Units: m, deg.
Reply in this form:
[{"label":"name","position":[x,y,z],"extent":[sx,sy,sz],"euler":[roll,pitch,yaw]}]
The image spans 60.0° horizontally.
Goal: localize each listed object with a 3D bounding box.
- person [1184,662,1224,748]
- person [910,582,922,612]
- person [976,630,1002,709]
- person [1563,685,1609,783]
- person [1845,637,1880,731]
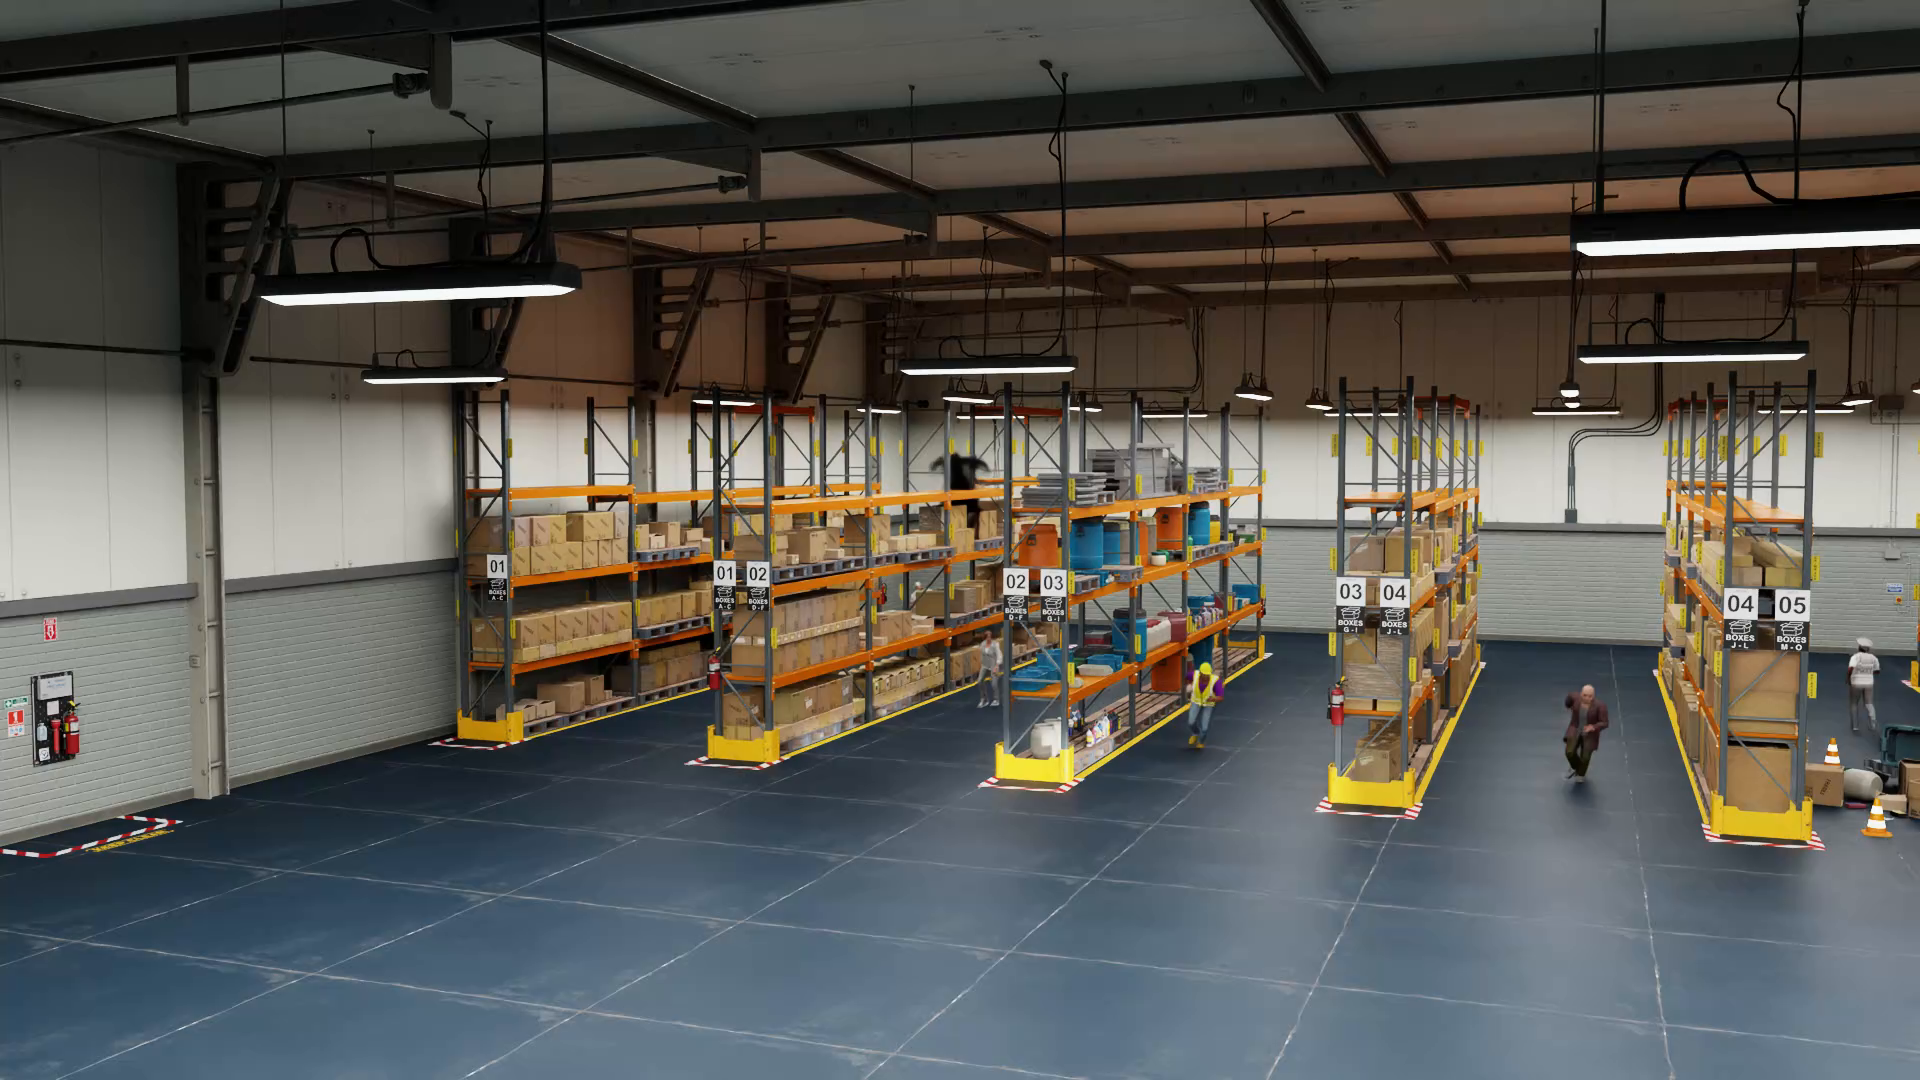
[{"label":"person","position":[3.992,2.723,27.355],"extent":[0.733,1.507,1.011],"euler":[1,3,15]},{"label":"person","position":[-0.954,1.863,42.802],"extent":[0.677,1.583,0.712],"euler":[0,3,0]},{"label":"person","position":[0.610,2.486,32.023],"extent":[0.526,1.513,0.739],"euler":[1,3,23]},{"label":"person","position":[9.232,2.866,24.566],"extent":[0.683,1.542,1.072],"euler":[2,4,27]},{"label":"person","position":[15.859,2.547,29.218],"extent":[0.575,1.665,0.866],"euler":[1,3,13]}]
